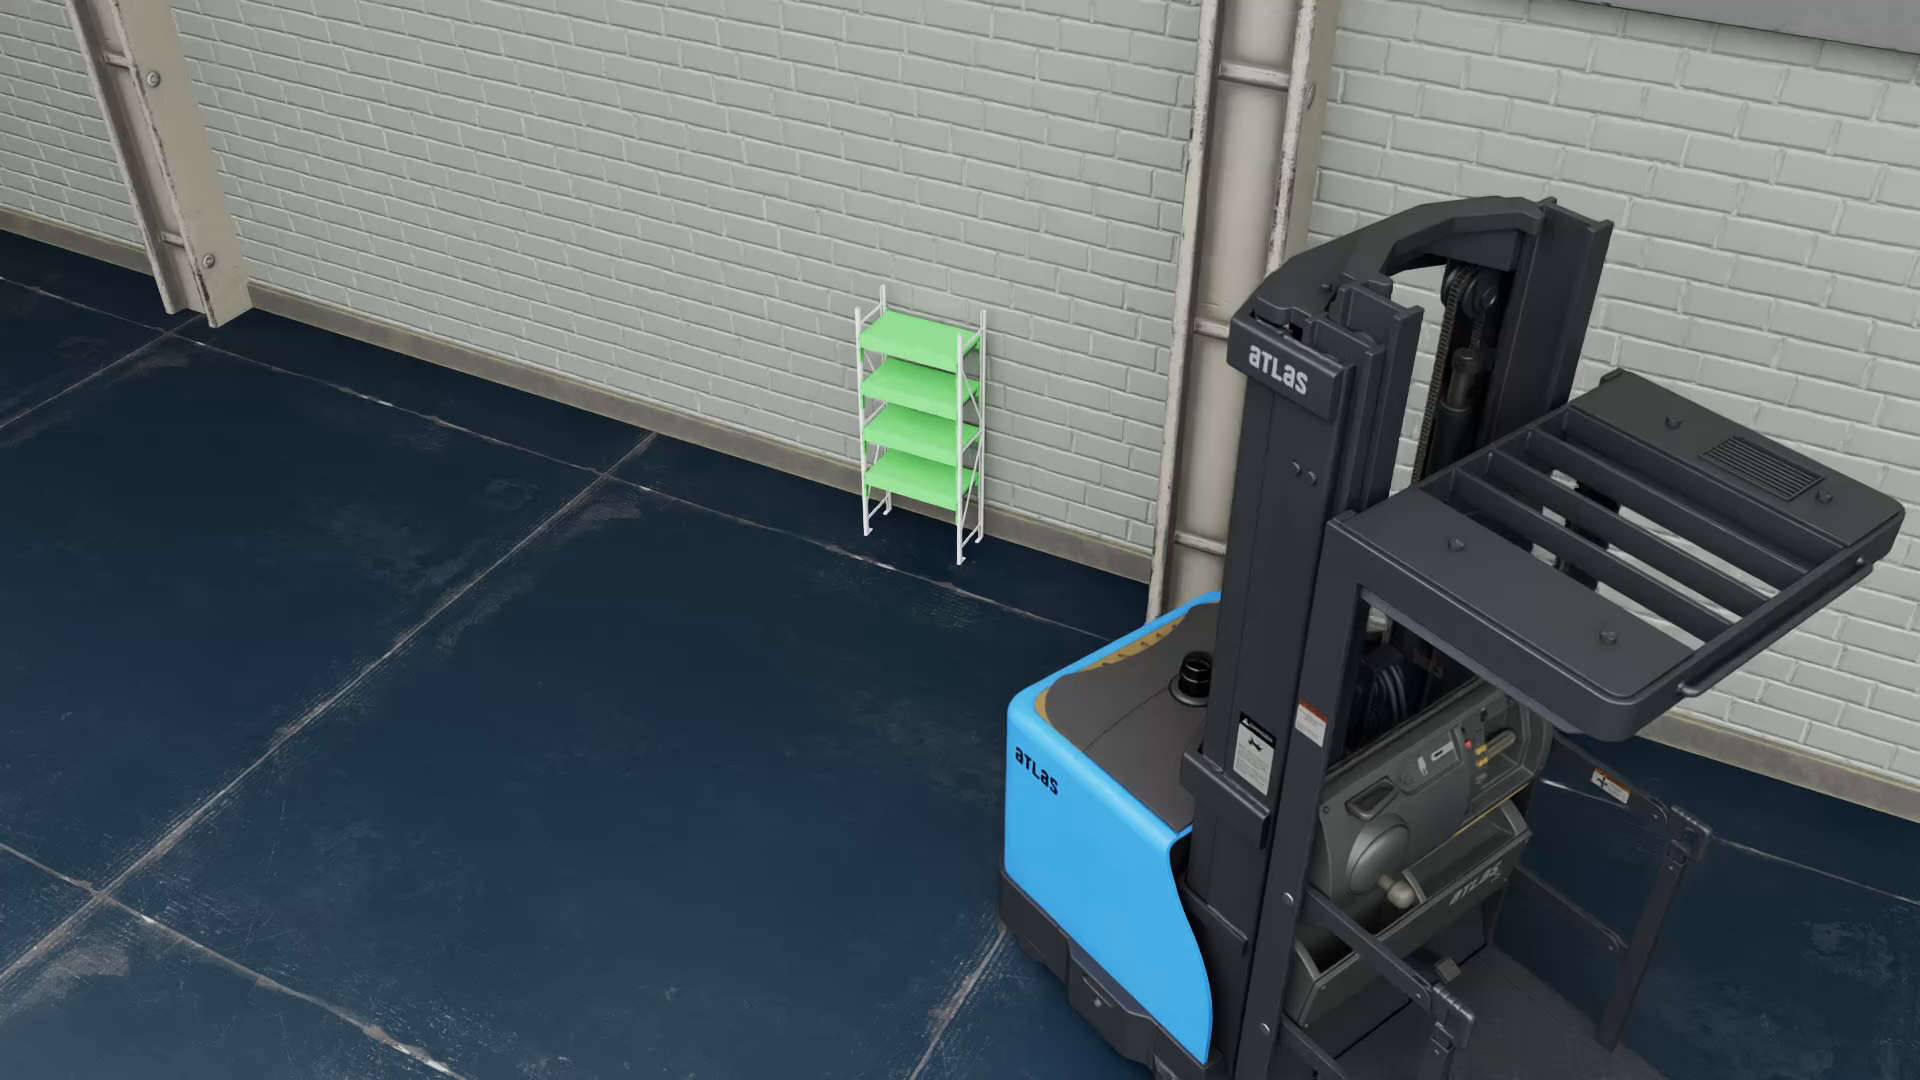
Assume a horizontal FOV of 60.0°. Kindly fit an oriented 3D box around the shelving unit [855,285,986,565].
[{"bbox_3d":[-0.169,-0.498,7.413,0.503,1.200,0.258,17,40,21],"label":"shelving unit"}]

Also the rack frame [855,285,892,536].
[{"bbox_3d":[-0.386,-0.565,7.500,0.015,1.200,0.240,17,40,21],"label":"rack frame"}]

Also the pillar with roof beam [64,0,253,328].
[{"bbox_3d":[-6.252,-2.596,3.728,0.400,9.000,9.100,17,41,21],"label":"pillar with roof beam"}]

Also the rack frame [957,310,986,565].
[{"bbox_3d":[0.049,-0.431,7.325,0.015,1.200,0.240,17,40,21],"label":"rack frame"}]

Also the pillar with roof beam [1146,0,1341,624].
[{"bbox_3d":[-0.924,-0.928,1.530,0.400,9.000,9.100,17,41,21],"label":"pillar with roof beam"}]

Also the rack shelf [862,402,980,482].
[{"bbox_3d":[-0.169,-0.447,7.451,0.480,0.148,0.258,17,40,21],"label":"rack shelf"}]

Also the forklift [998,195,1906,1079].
[{"bbox_3d":[1.429,0.724,4.372,1.130,2.935,3.031,-25,44,-29],"label":"forklift"}]

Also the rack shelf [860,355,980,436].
[{"bbox_3d":[-0.168,-0.639,7.307,0.480,0.148,0.258,17,40,21],"label":"rack shelf"}]

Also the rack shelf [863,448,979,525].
[{"bbox_3d":[-0.169,-0.255,7.595,0.480,0.148,0.258,17,40,21],"label":"rack shelf"}]

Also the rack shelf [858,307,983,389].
[{"bbox_3d":[-0.168,-0.830,7.162,0.480,0.148,0.258,17,40,21],"label":"rack shelf"}]
